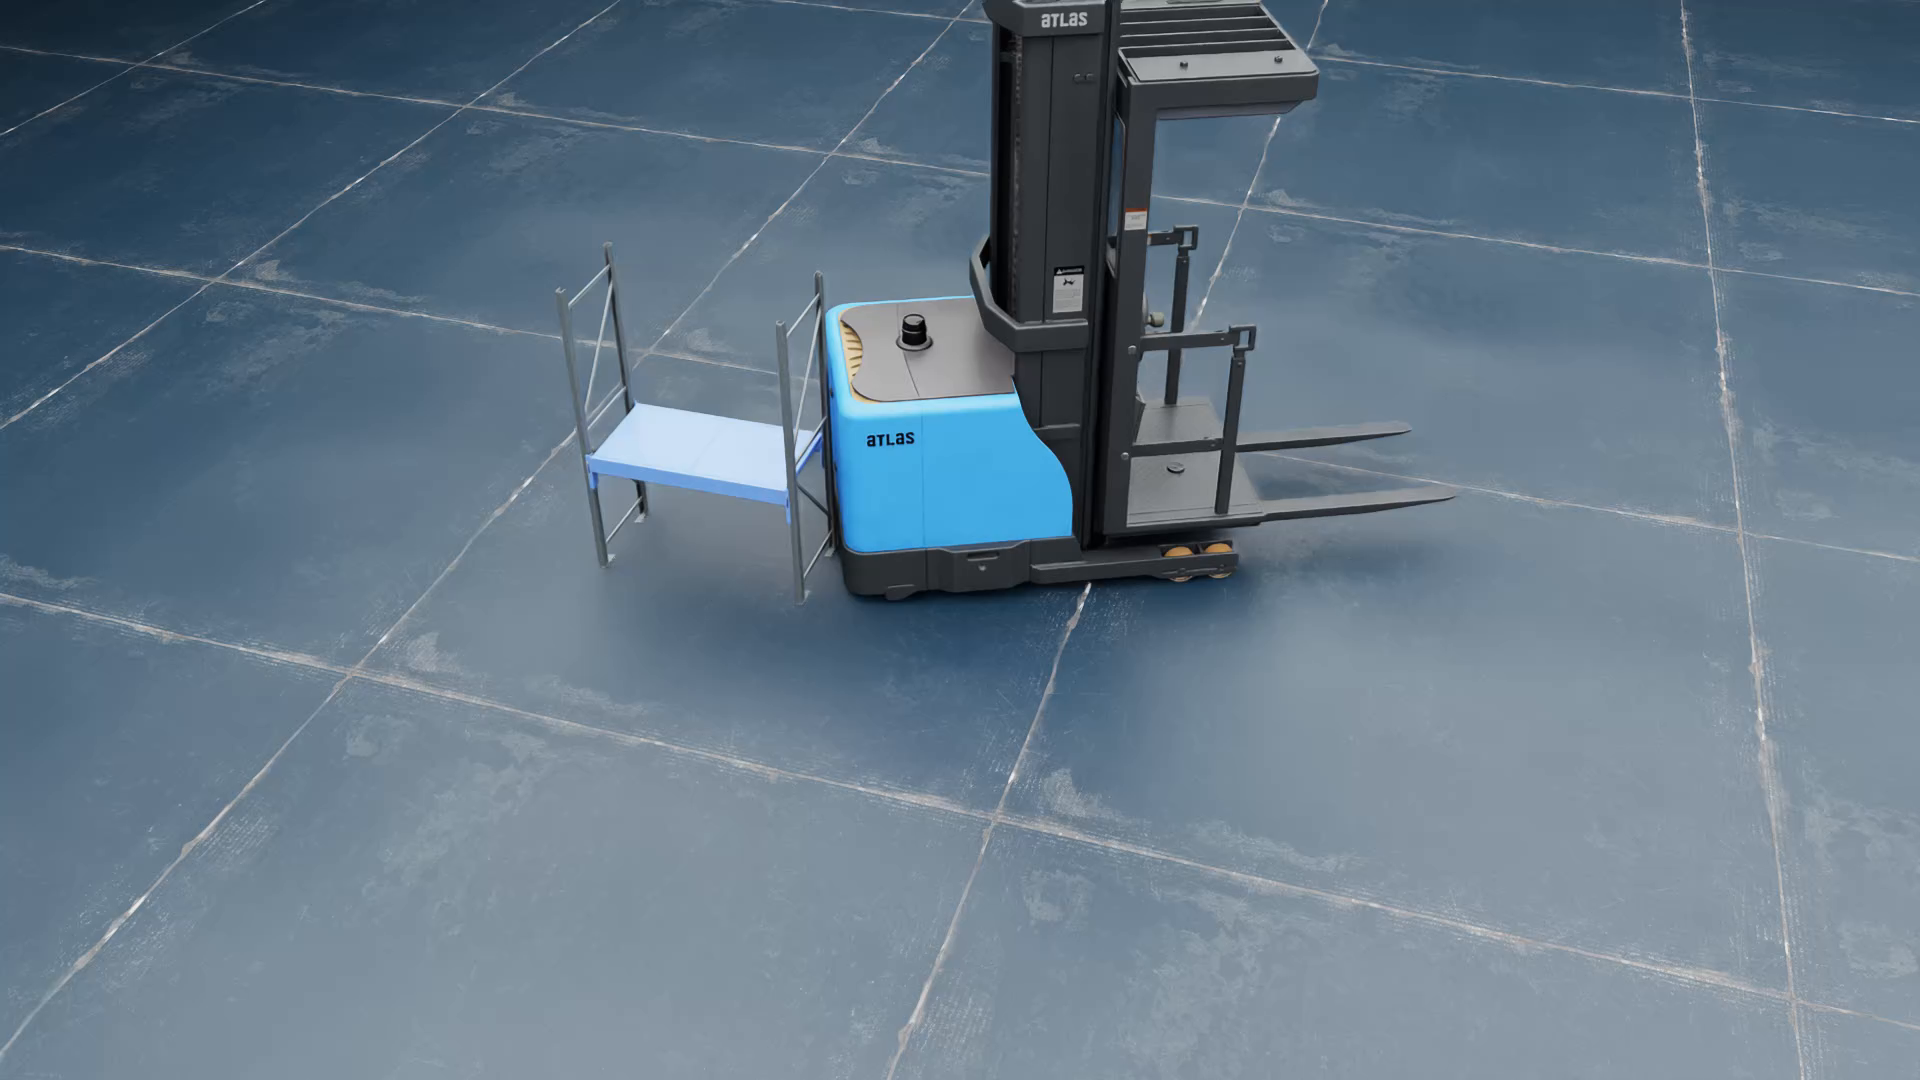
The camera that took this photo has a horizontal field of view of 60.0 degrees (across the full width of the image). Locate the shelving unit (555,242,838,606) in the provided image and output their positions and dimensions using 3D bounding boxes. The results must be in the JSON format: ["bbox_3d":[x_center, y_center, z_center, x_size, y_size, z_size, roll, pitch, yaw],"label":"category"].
[{"bbox_3d":[-1.175,-0.522,7.693,1.048,1.500,0.538,10,37,13],"label":"shelving unit"}]

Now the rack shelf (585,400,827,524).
[{"bbox_3d":[-1.175,-0.377,7.800,1.000,0.185,0.538,10,37,13],"label":"rack shelf"}]

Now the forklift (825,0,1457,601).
[{"bbox_3d":[0.897,-1.288,7.527,3.031,2.935,1.130,-5,37,-6],"label":"forklift"}]

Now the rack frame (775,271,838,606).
[{"bbox_3d":[-0.687,-0.437,7.578,0.032,1.500,0.500,10,37,13],"label":"rack frame"}]

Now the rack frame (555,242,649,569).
[{"bbox_3d":[-1.663,-0.607,7.809,0.032,1.500,0.500,10,37,13],"label":"rack frame"}]
